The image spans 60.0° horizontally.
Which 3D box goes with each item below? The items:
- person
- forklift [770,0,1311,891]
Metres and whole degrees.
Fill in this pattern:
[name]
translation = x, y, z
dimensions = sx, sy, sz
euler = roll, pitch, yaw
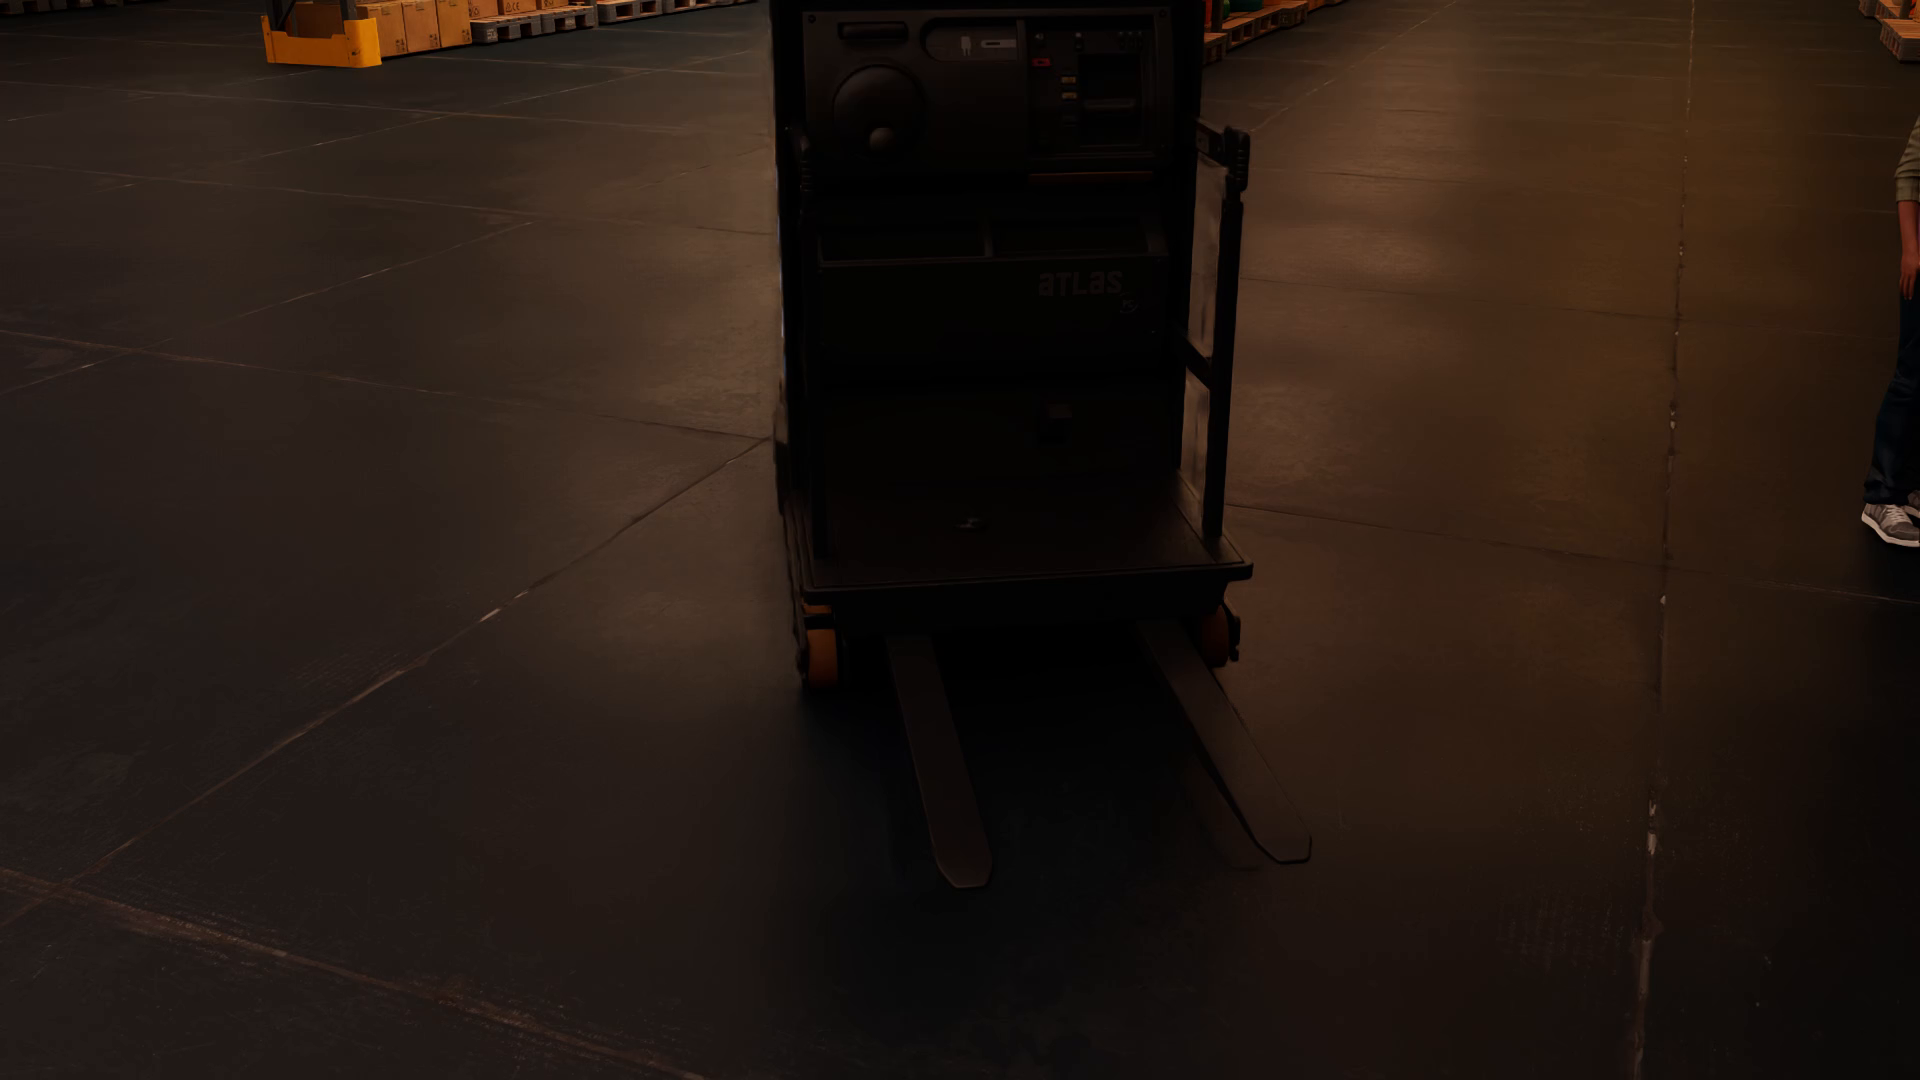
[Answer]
[person]
translation = 3.019, -0.802, 4.924
dimensions = 0.517, 1.598, 0.476
euler = -5, 23, -13
[forklift]
translation = 0.108, -1.112, 3.954
dimensions = 1.130, 2.935, 3.031
euler = -3, 23, -7
